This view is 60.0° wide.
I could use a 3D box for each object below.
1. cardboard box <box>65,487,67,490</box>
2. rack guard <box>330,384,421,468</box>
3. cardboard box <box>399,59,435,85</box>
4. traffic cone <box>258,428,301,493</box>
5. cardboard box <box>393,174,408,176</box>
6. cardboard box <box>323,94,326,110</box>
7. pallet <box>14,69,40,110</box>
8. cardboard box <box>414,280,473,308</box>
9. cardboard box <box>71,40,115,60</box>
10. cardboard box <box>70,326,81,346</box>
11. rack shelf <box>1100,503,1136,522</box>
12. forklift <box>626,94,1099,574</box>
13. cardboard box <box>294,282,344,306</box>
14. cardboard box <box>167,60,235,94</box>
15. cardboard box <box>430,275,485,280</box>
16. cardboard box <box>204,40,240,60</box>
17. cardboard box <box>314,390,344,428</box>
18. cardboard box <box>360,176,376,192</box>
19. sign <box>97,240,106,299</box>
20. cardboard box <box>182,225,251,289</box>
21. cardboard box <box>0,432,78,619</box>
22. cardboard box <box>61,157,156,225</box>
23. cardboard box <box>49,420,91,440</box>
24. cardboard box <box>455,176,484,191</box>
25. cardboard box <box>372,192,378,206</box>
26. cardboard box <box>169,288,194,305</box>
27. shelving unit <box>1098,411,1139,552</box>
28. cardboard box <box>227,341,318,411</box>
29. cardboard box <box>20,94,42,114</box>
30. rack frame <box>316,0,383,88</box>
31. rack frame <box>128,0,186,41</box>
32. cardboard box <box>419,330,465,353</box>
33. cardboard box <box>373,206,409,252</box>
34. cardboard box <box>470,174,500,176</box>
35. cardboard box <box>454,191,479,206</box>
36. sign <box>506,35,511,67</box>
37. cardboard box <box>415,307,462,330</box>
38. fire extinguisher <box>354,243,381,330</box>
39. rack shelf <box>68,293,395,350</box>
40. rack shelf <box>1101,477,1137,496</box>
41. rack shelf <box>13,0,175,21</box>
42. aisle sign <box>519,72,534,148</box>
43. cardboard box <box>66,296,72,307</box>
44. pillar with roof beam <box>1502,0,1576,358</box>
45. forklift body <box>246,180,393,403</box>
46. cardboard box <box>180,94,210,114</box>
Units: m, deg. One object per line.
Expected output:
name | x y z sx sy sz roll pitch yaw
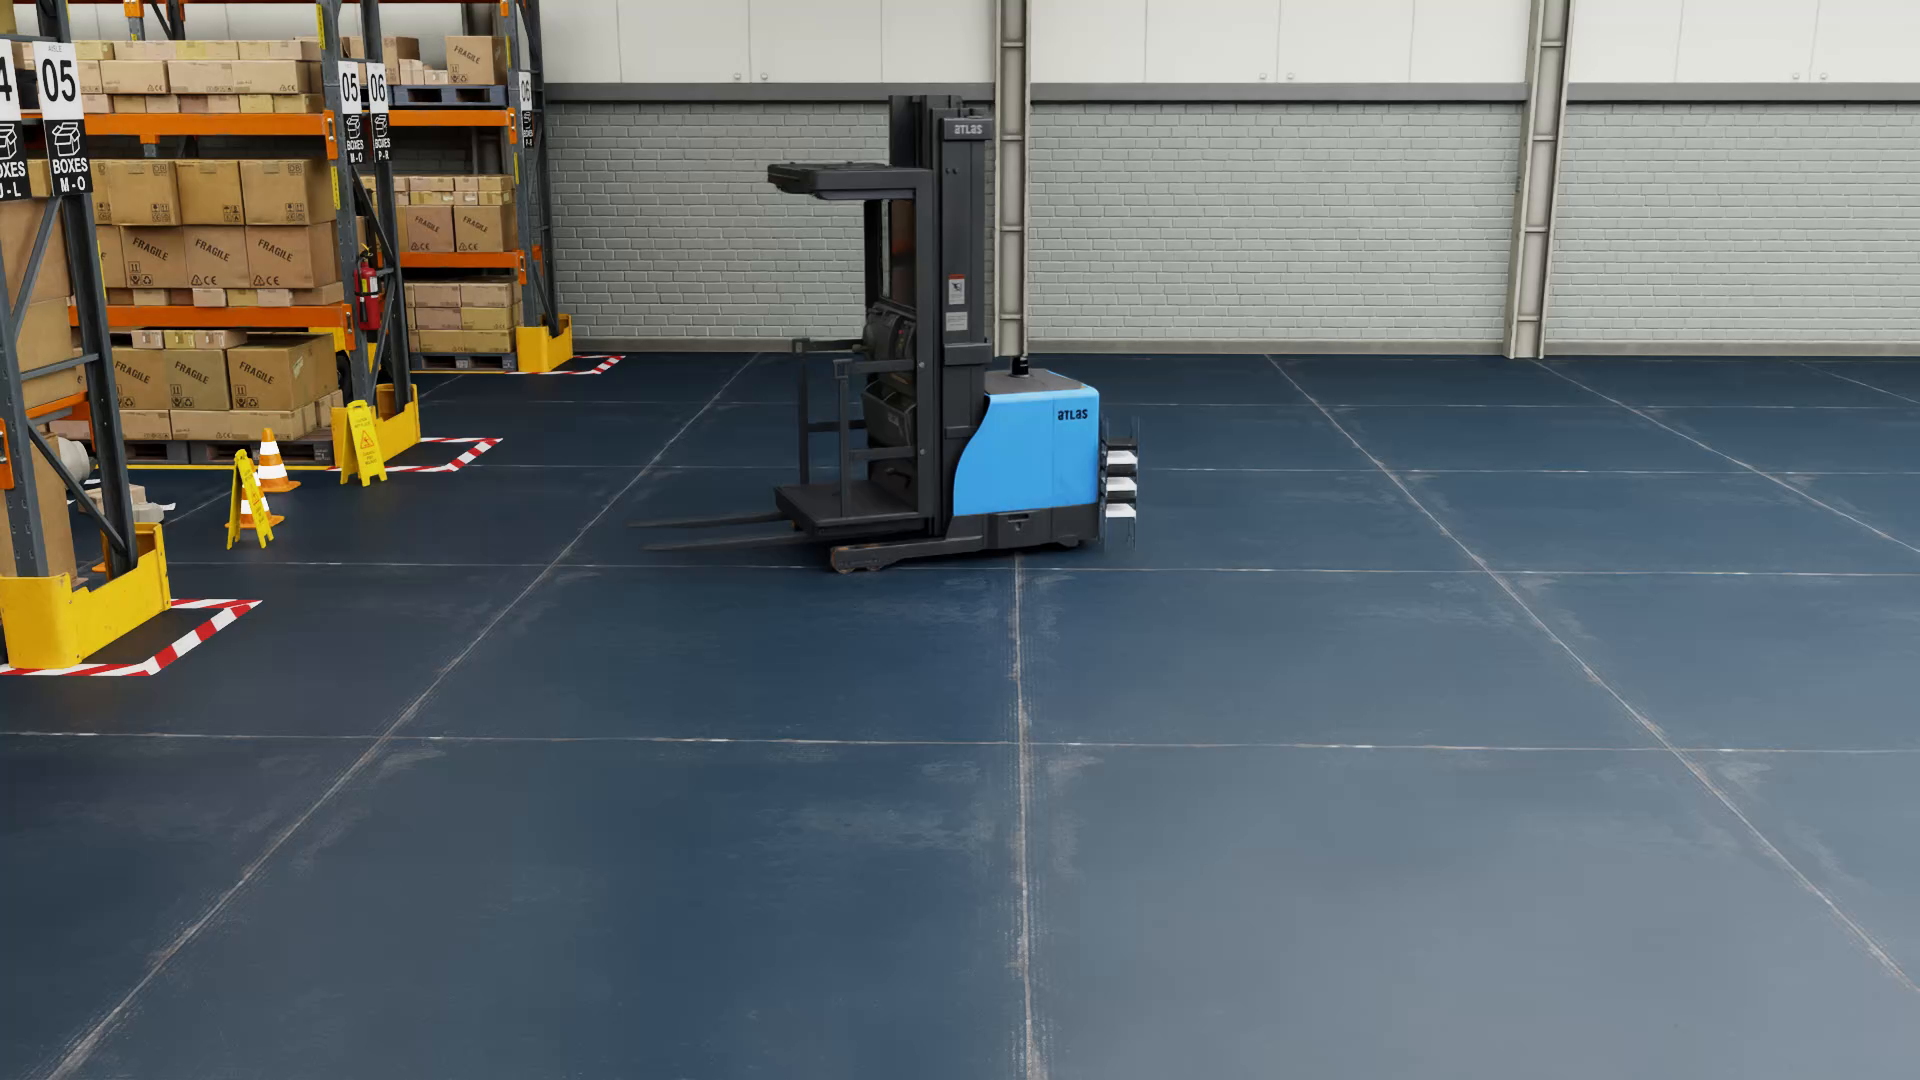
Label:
cardboard box | -6.670 -0.341 11.645 0.637 0.503 0.797 -11 19 -37
rack guard | -4.925 -0.974 14.051 0.348 0.500 1.175 0 15 1
cardboard box | -5.816 -5.014 17.830 0.258 0.266 0.396 0 15 2
traffic cone | -5.312 -0.629 12.818 0.334 0.463 0.336 0 15 1
cardboard box | -6.353 -4.046 18.746 0.250 0.149 0.380 0 15 0
cardboard box | -5.173 -3.596 13.702 0.250 0.149 0.380 0 15 1
pallet | -5.617 -2.329 8.580 1.213 0.211 1.003 0 15 1
cardboard box | -5.705 -2.730 18.415 0.500 0.250 0.500 1 15 2
cardboard box | -6.729 -3.825 13.006 0.250 0.149 0.380 1 15 3
cardboard box | -7.359 -1.665 13.597 0.250 0.149 0.380 1 15 5
rack shelf | 1.051 -0.184 11.108 0.200 0.077 0.258 -1 15 -5
forklift | -0.644 -1.355 10.730 3.031 2.935 1.130 -5 16 -20
cardboard box | -5.229 -2.008 13.565 0.250 0.149 0.380 1 15 3
cardboard box | -5.870 -3.645 13.108 0.500 0.250 0.500 0 15 1
cardboard box | -5.701 -2.859 18.902 0.500 0.250 0.500 0 15 2
cardboard box | -5.707 -3.832 13.033 0.250 0.149 0.380 0 15 1
cardboard box | -5.649 -1.131 14.315 0.500 0.250 0.500 0 15 1
cardboard box | -6.368 -3.885 18.135 0.250 0.149 0.380 1 15 3
sign | -4.855 -1.517 9.359 0.005 0.325 0.100 0 15 1
cardboard box | -5.899 -2.312 13.444 0.500 0.500 0.500 0 15 2
cardboard box | -5.554 -0.082 9.114 0.875 0.875 0.875 0 15 2
cardboard box | -6.879 -2.826 13.433 0.500 0.500 0.700 0 15 1
cardboard box | -7.201 -1.006 13.838 0.500 0.250 0.500 0 15 1
cardboard box | -5.337 -3.896 18.176 0.250 0.149 0.380 0 15 2
cardboard box | -6.363 -3.743 18.179 0.250 0.149 0.380 0 15 2
cardboard box | -6.251 -2.020 13.610 0.250 0.149 0.380 1 15 2
shelving unit | 1.051 -0.390 11.054 0.210 0.900 0.258 -1 15 -5
cardboard box | -5.657 -1.357 13.700 0.500 0.500 0.500 0 15 2
cardboard box | -7.256 -3.442 13.117 0.250 0.149 0.380 0 15 0
rack frame | -4.849 -5.083 12.965 0.127 3.000 1.000 0 15 1
rack frame | -8.725 -6.375 17.862 0.127 3.000 1.000 0 15 1
cardboard box | -5.701 -2.250 18.553 0.500 0.250 0.500 0 15 1
cardboard box | -6.256 -3.441 18.308 0.500 0.500 0.500 0 15 0
cardboard box | -5.321 -4.028 18.677 0.250 0.149 0.380 1 15 3
cardboard box | -5.336 -3.735 18.148 0.250 0.149 0.380 1 15 2
sign | -4.754 -5.150 17.519 0.005 0.325 0.100 0 15 1
cardboard box | -5.722 -2.493 18.494 0.500 0.250 0.500 0 15 1
fire extinguisher | -4.747 -2.026 13.292 0.183 0.674 0.296 0 15 1
rack shelf | -6.849 -1.847 13.872 4.000 0.370 1.077 0 15 1
rack shelf | 1.051 -0.358 11.062 0.200 0.077 0.258 -1 15 -5
rack shelf | -10.724 -5.846 18.054 4.000 0.370 1.077 0 15 1
aisle sign | -4.668 -4.630 17.911 0.004 0.787 0.394 0 15 1
cardboard box | -7.263 -1.992 13.503 0.250 0.149 0.380 0 15 2
pillar with roof beam | 6.487 -5.407 14.194 0.400 9.000 9.100 0 15 1
forklift body | -6.668 -2.585 16.920 1.214 2.155 2.313 0 15 1
cardboard box | -5.979 -3.464 13.203 0.250 0.149 0.380 0 15 2
